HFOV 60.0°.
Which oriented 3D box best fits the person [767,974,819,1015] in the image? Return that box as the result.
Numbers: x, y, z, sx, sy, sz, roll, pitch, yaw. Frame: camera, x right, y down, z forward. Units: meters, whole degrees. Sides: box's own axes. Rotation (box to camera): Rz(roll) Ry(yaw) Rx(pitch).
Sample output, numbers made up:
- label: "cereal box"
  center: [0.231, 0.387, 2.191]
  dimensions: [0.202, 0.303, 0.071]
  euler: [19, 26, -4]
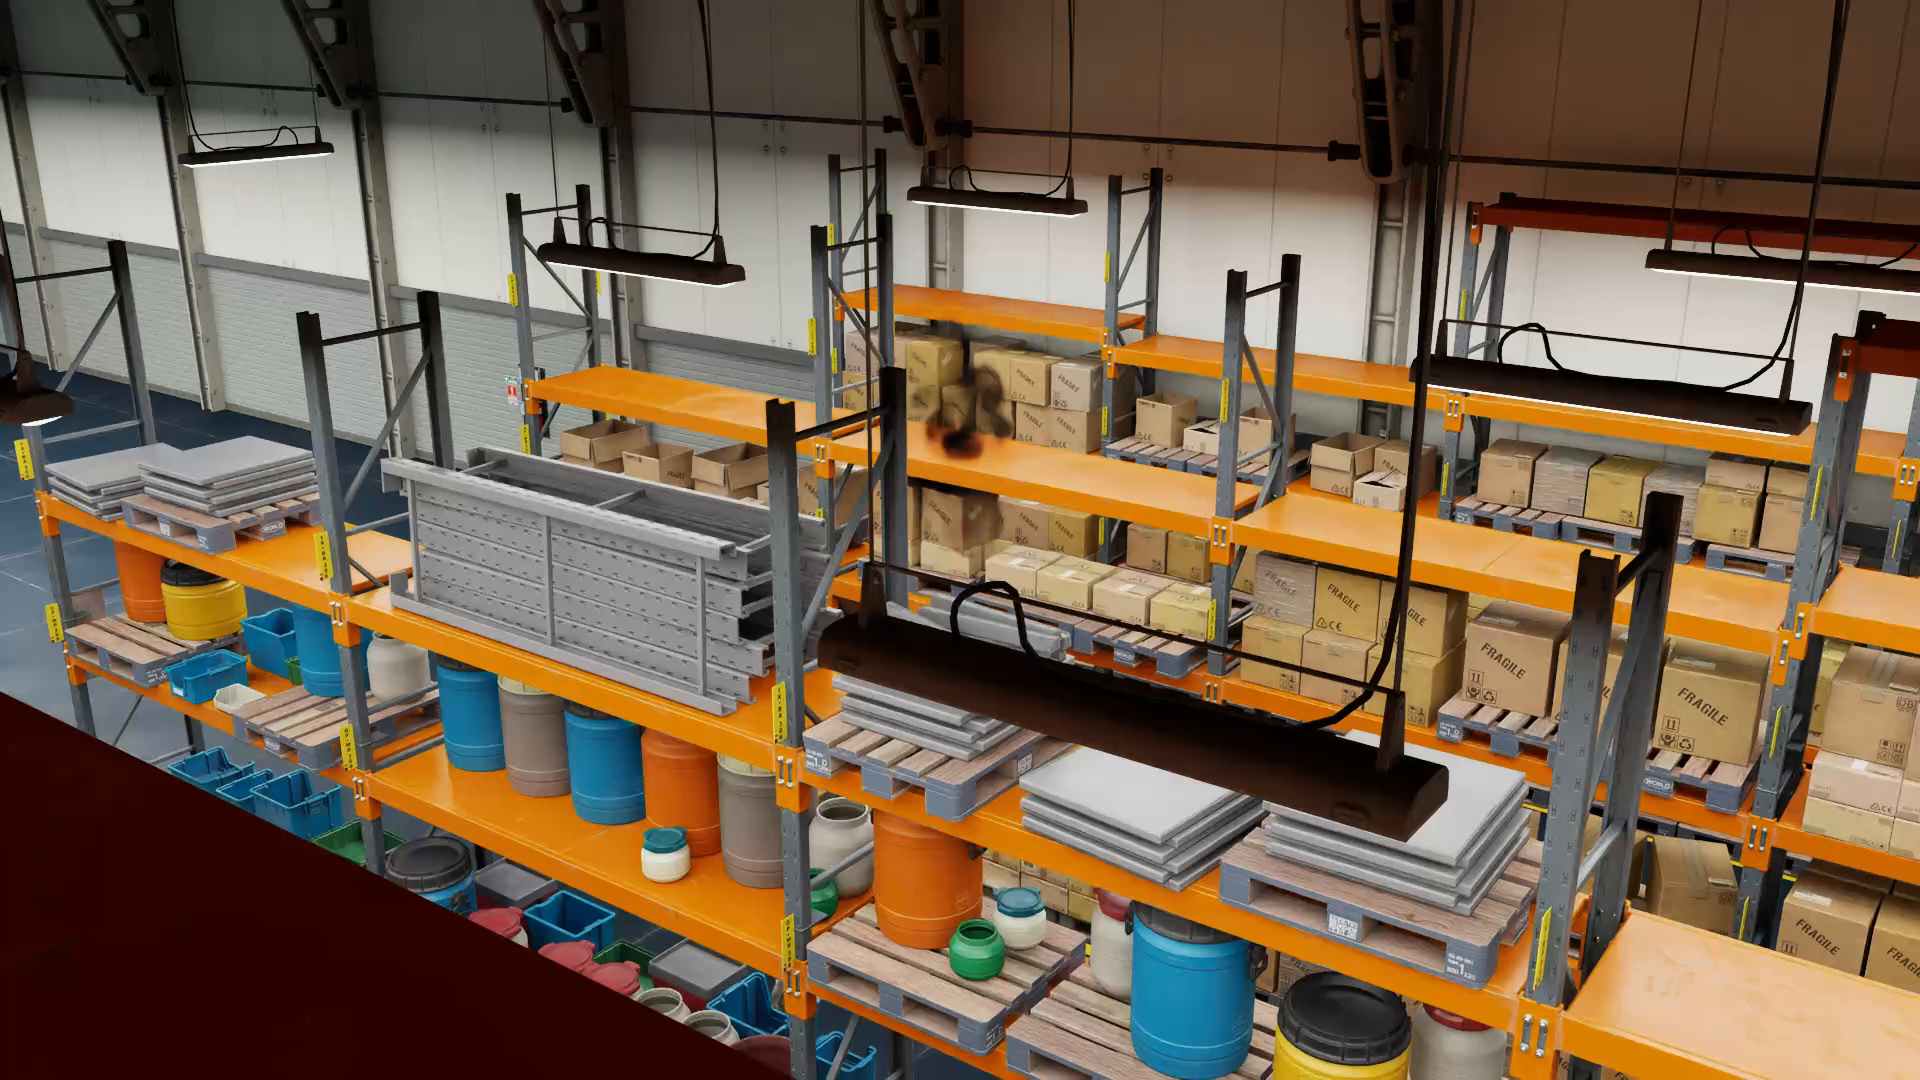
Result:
- label: "person"
  center: [-1.271, 3.358, 12.430]
  dimensions: [0.618, 1.671, 0.635]
  euler: [14, 23, 36]
